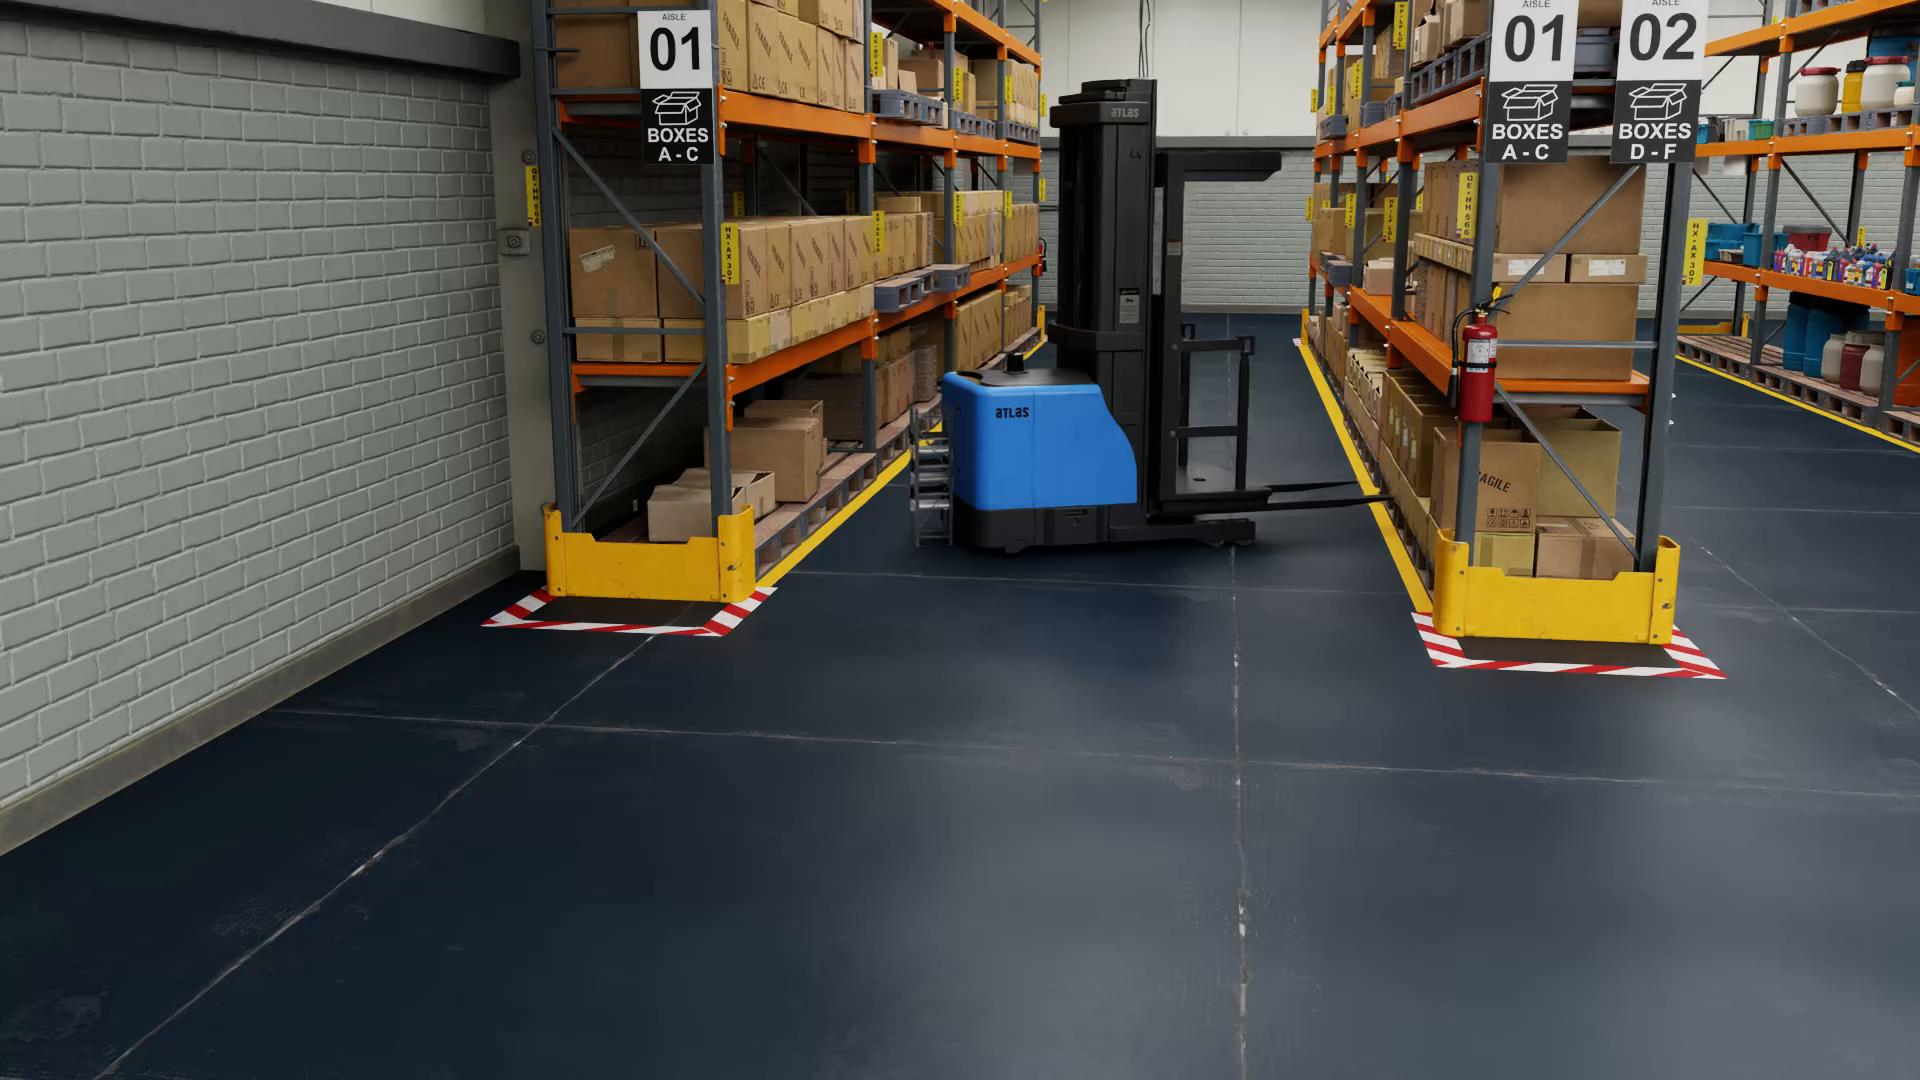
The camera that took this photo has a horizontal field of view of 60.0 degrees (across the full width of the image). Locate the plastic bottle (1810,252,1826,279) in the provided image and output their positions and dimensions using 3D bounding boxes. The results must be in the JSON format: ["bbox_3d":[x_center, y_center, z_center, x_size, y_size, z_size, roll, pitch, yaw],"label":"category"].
[{"bbox_3d":[9.220,-2.941,17.813,0.152,0.276,0.135,2,12,9],"label":"plastic bottle"}]

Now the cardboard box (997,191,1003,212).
[{"bbox_3d":[0.237,-4.113,20.185,0.500,0.250,0.500,2,12,10],"label":"cardboard box"}]

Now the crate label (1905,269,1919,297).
[{"bbox_3d":[8.795,-2.336,15.112,0.303,0.233,0.416,2,12,9],"label":"crate label"}]

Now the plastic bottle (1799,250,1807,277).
[{"bbox_3d":[9.231,-3.022,18.173,0.061,0.283,0.133,2,12,9],"label":"plastic bottle"}]

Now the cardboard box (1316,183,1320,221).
[{"bbox_3d":[5.083,-4.561,22.427,0.500,0.500,0.500,2,12,9],"label":"cardboard box"}]

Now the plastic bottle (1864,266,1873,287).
[{"bbox_3d":[8.957,-2.586,16.346,0.097,0.201,0.097,0,12,0],"label":"plastic bottle"}]

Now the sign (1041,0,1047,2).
[{"bbox_3d":[1.205,-7.888,23.827,0.100,0.325,0.005,2,12,9],"label":"sign"}]

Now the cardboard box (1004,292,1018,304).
[{"bbox_3d":[0.585,-3.274,22.463,0.380,0.149,0.250,2,12,7],"label":"cardboard box"}]

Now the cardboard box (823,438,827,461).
[{"bbox_3d":[-1.227,-0.700,12.801,0.380,0.166,0.250,0,12,1],"label":"cardboard box"}]

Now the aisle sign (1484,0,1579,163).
[{"bbox_3d":[2.806,-2.256,8.172,0.394,0.787,0.004,2,12,9],"label":"aisle sign"}]

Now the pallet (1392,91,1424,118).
[{"bbox_3d":[3.844,-3.379,12.887,0.805,0.209,1.217,1,12,6],"label":"pallet"}]

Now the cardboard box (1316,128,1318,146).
[{"bbox_3d":[5.236,-5.615,23.162,0.500,0.250,0.500,2,12,9],"label":"cardboard box"}]

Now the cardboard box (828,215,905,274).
[{"bbox_3d":[-0.899,-2.605,14.679,0.700,0.500,0.500,4,13,16],"label":"cardboard box"}]

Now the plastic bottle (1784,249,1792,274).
[{"bbox_3d":[9.332,-3.128,18.695,0.097,0.271,0.097,0,12,0],"label":"plastic bottle"}]

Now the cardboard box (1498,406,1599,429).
[{"bbox_3d":[3.547,-0.530,10.085,0.500,0.500,0.500,2,12,9],"label":"cardboard box"}]

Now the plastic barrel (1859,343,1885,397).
[{"bbox_3d":[9.287,-1.706,16.696,0.421,0.512,0.421,0,12,0],"label":"plastic barrel"}]

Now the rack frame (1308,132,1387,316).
[{"bbox_3d":[5.567,-4.320,23.920,1.000,3.000,0.127,2,12,9],"label":"rack frame"}]

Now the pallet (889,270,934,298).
[{"bbox_3d":[-0.823,-2.308,15.036,1.003,0.211,1.213,2,12,9],"label":"pallet"}]

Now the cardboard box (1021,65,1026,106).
[{"bbox_3d":[0.586,-6.011,21.986,0.500,0.500,0.500,2,12,9],"label":"cardboard box"}]

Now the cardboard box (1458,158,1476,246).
[{"bbox_3d":[3.351,-1.995,9.814,0.700,0.500,0.500,2,12,9],"label":"cardboard box"}]

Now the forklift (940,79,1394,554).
[{"bbox_3d":[1.439,-1.493,10.965,3.031,2.935,1.130,-3,13,-14],"label":"forklift"}]

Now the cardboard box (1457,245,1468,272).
[{"bbox_3d":[3.135,-1.656,9.781,0.380,0.149,0.250,2,12,10],"label":"cardboard box"}]

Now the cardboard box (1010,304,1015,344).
[{"bbox_3d":[0.353,-2.888,22.209,0.700,0.500,0.500,2,12,8],"label":"cardboard box"}]

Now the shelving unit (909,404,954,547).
[{"bbox_3d":[-0.188,-0.421,10.812,0.258,0.900,0.210,-2,12,-11],"label":"shelving unit"}]

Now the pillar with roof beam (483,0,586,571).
[{"bbox_3d":[1.717,-4.116,8.734,9.100,9.000,0.400,2,12,9],"label":"pillar with roof beam"}]

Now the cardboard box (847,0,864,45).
[{"bbox_3d":[-0.983,-3.883,12.112,0.500,0.500,0.500,1,12,4],"label":"cardboard box"}]

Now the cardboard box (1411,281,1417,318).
[{"bbox_3d":[3.754,-1.853,12.827,0.500,0.250,0.500,3,12,12],"label":"cardboard box"}]

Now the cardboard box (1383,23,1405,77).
[{"bbox_3d":[4.410,-4.750,16.182,0.500,0.500,0.500,2,12,9],"label":"cardboard box"}]

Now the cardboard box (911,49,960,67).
[{"bbox_3d":[-0.279,-5.450,18.980,0.500,0.250,0.500,1,12,7],"label":"cardboard box"}]

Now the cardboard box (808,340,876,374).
[{"bbox_3d":[-1.013,-1.587,14.348,0.500,0.250,0.500,2,12,7],"label":"cardboard box"}]

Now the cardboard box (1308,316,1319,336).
[{"bbox_3d":[5.126,-2.983,23.198,0.500,0.250,0.500,2,12,9],"label":"cardboard box"}]

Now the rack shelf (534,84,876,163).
[{"bbox_3d":[-1.482,-2.680,10.898,1.077,0.370,4.000,2,12,9],"label":"rack shelf"}]

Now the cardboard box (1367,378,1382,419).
[{"bbox_3d":[3.574,-1.160,13.453,0.500,0.311,0.500,2,12,10],"label":"cardboard box"}]

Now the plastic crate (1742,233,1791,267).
[{"bbox_3d":[9.580,-3.456,19.806,0.392,0.384,0.575,2,12,9],"label":"plastic crate"}]

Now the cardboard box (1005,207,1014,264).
[{"bbox_3d":[0.156,-3.906,21.288,0.980,0.700,0.700,2,12,10],"label":"cardboard box"}]

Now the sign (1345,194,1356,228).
[{"bbox_3d":[3.799,-3.198,16.152,0.100,0.325,0.005,2,12,9],"label":"sign"}]

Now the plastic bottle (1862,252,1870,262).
[{"bbox_3d":[9.844,-2.990,18.053,0.097,0.271,0.097,0,12,0],"label":"plastic bottle"}]

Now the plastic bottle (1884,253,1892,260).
[{"bbox_3d":[9.914,-2.916,17.698,0.152,0.276,0.135,2,12,9],"label":"plastic bottle"}]

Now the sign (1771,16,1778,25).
[{"bbox_3d":[11.006,-6.920,22.507,0.100,0.325,0.005,2,12,9],"label":"sign"}]

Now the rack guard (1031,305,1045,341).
[{"bbox_3d":[0.675,-3.263,24.948,1.175,0.500,0.348,2,12,9],"label":"rack guard"}]

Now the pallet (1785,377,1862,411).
[{"bbox_3d":[9.500,-1.549,17.681,1.003,0.211,1.213,2,12,9],"label":"pallet"}]

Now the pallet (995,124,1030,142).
[{"bbox_3d":[0.382,-5.494,22.455,1.003,0.211,1.213,2,12,9],"label":"pallet"}]

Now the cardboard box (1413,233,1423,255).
[{"bbox_3d":[3.488,-2.139,12.020,0.380,0.149,0.250,2,12,9],"label":"cardboard box"}]

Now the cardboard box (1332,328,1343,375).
[{"bbox_3d":[4.403,-2.068,18.356,0.500,0.500,0.500,1,12,7],"label":"cardboard box"}]

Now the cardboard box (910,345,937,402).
[{"bbox_3d":[-0.618,-1.656,16.448,0.700,0.500,0.500,2,12,9],"label":"cardboard box"}]

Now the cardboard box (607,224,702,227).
[{"bbox_3d":[-1.840,-1.662,10.113,0.500,0.500,0.500,2,12,9],"label":"cardboard box"}]

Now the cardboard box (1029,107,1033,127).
[{"bbox_3d":[0.742,-5.858,23.056,0.500,0.250,0.500,1,12,7],"label":"cardboard box"}]

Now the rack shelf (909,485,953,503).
[{"bbox_3d":[-0.188,-0.301,10.838,0.258,0.077,0.200,-2,12,-11],"label":"rack shelf"}]

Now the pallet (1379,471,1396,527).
[{"bbox_3d":[3.557,-0.295,11.861,1.003,0.211,1.213,2,12,9],"label":"pallet"}]

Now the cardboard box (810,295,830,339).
[{"bbox_3d":[-1.171,-1.497,11.127,0.500,0.250,0.500,2,12,9],"label":"cardboard box"}]

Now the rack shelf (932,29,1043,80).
[{"bbox_3d":[0.364,-6.449,22.216,1.077,0.370,4.000,2,12,9],"label":"rack shelf"}]

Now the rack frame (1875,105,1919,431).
[{"bbox_3d":[9.230,-2.494,15.445,1.000,3.000,0.127,2,12,9],"label":"rack frame"}]

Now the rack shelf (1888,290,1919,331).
[{"bbox_3d":[8.922,-1.726,13.589,1.077,0.370,4.000,2,12,9],"label":"rack shelf"}]

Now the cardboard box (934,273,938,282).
[{"bbox_3d":[-0.280,-2.763,17.242,0.380,0.149,0.250,2,12,8],"label":"cardboard box"}]

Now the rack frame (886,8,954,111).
[{"bbox_3d":[-0.559,-5.747,16.302,1.000,3.000,0.127,2,12,9],"label":"rack frame"}]

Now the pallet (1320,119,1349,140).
[{"bbox_3d":[4.782,-4.729,19.141,1.213,0.211,1.003,2,12,9],"label":"pallet"}]

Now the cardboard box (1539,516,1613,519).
[{"bbox_3d":[3.481,-0.059,9.679,0.500,0.250,0.500,2,12,9],"label":"cardboard box"}]

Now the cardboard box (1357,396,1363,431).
[{"bbox_3d":[3.736,-1.097,14.493,0.500,0.250,0.500,2,12,10],"label":"cardboard box"}]

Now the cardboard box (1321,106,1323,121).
[{"bbox_3d":[5.076,-5.651,22.145,0.500,0.250,0.500,2,12,9],"label":"cardboard box"}]
